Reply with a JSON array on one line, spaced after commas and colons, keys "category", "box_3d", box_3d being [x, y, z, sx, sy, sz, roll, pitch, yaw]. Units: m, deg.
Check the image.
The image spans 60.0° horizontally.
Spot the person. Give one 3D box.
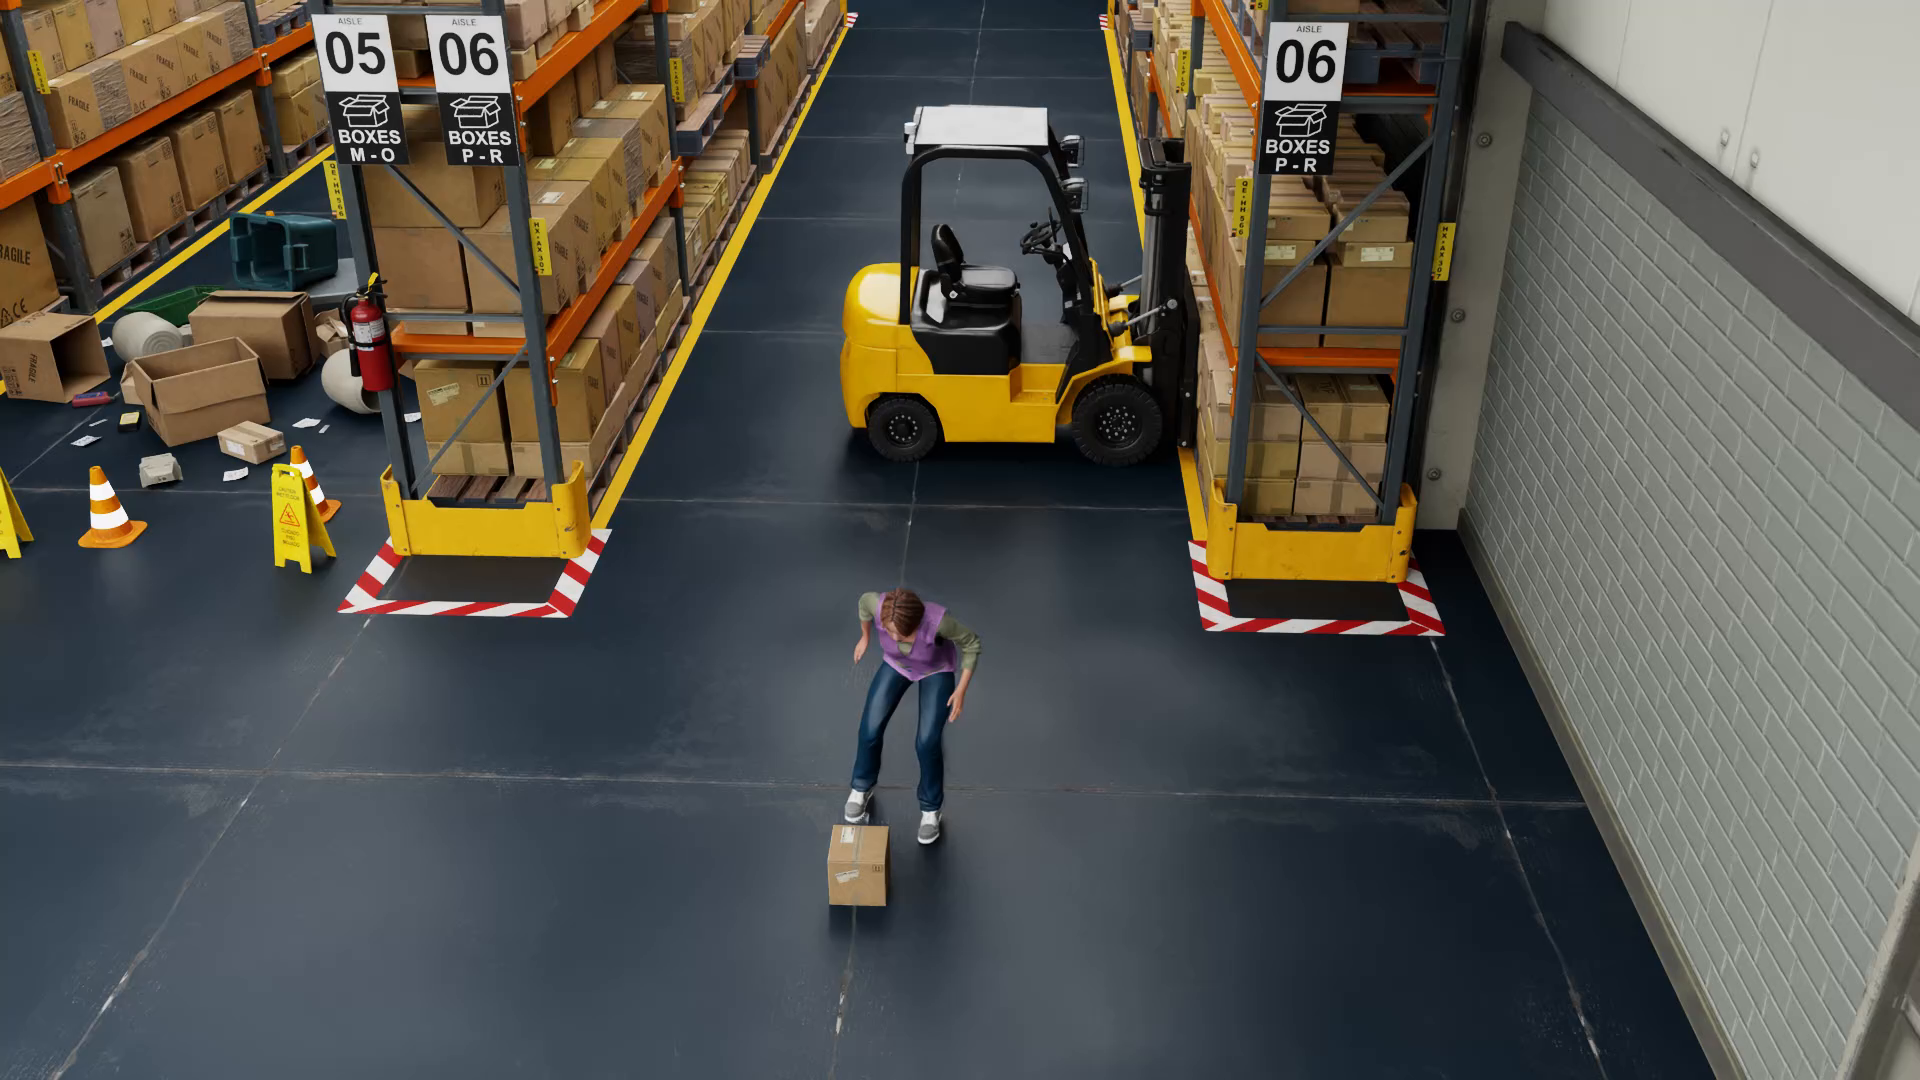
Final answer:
[{"category": "person", "box_3d": [-0.233, 0.697, 7.643, 0.625, 1.331, 0.665, 7, 29, 13]}]
